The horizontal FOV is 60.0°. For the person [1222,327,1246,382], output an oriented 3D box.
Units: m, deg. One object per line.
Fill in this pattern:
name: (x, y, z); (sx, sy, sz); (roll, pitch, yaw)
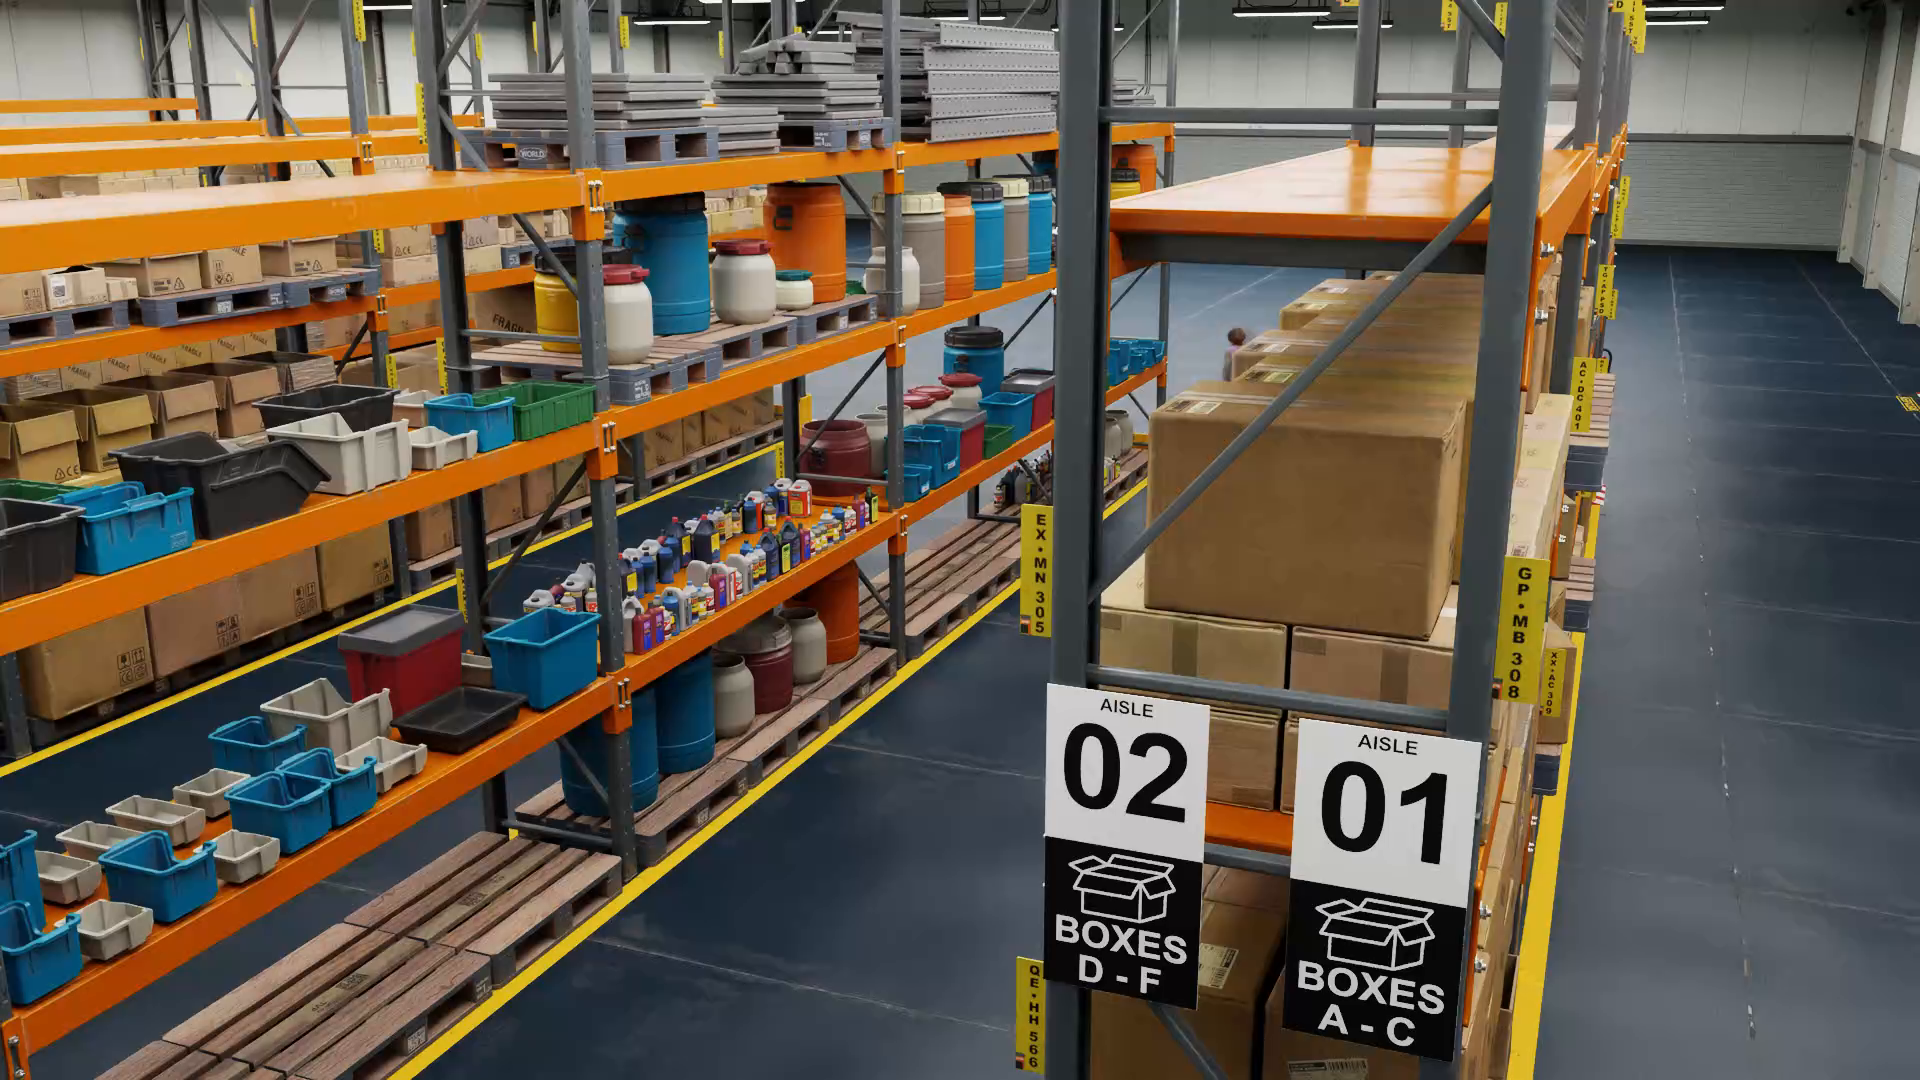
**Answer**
person: (3.553, -1.937, 21.143); (0.509, 1.545, 0.824); (-4, 16, -13)
